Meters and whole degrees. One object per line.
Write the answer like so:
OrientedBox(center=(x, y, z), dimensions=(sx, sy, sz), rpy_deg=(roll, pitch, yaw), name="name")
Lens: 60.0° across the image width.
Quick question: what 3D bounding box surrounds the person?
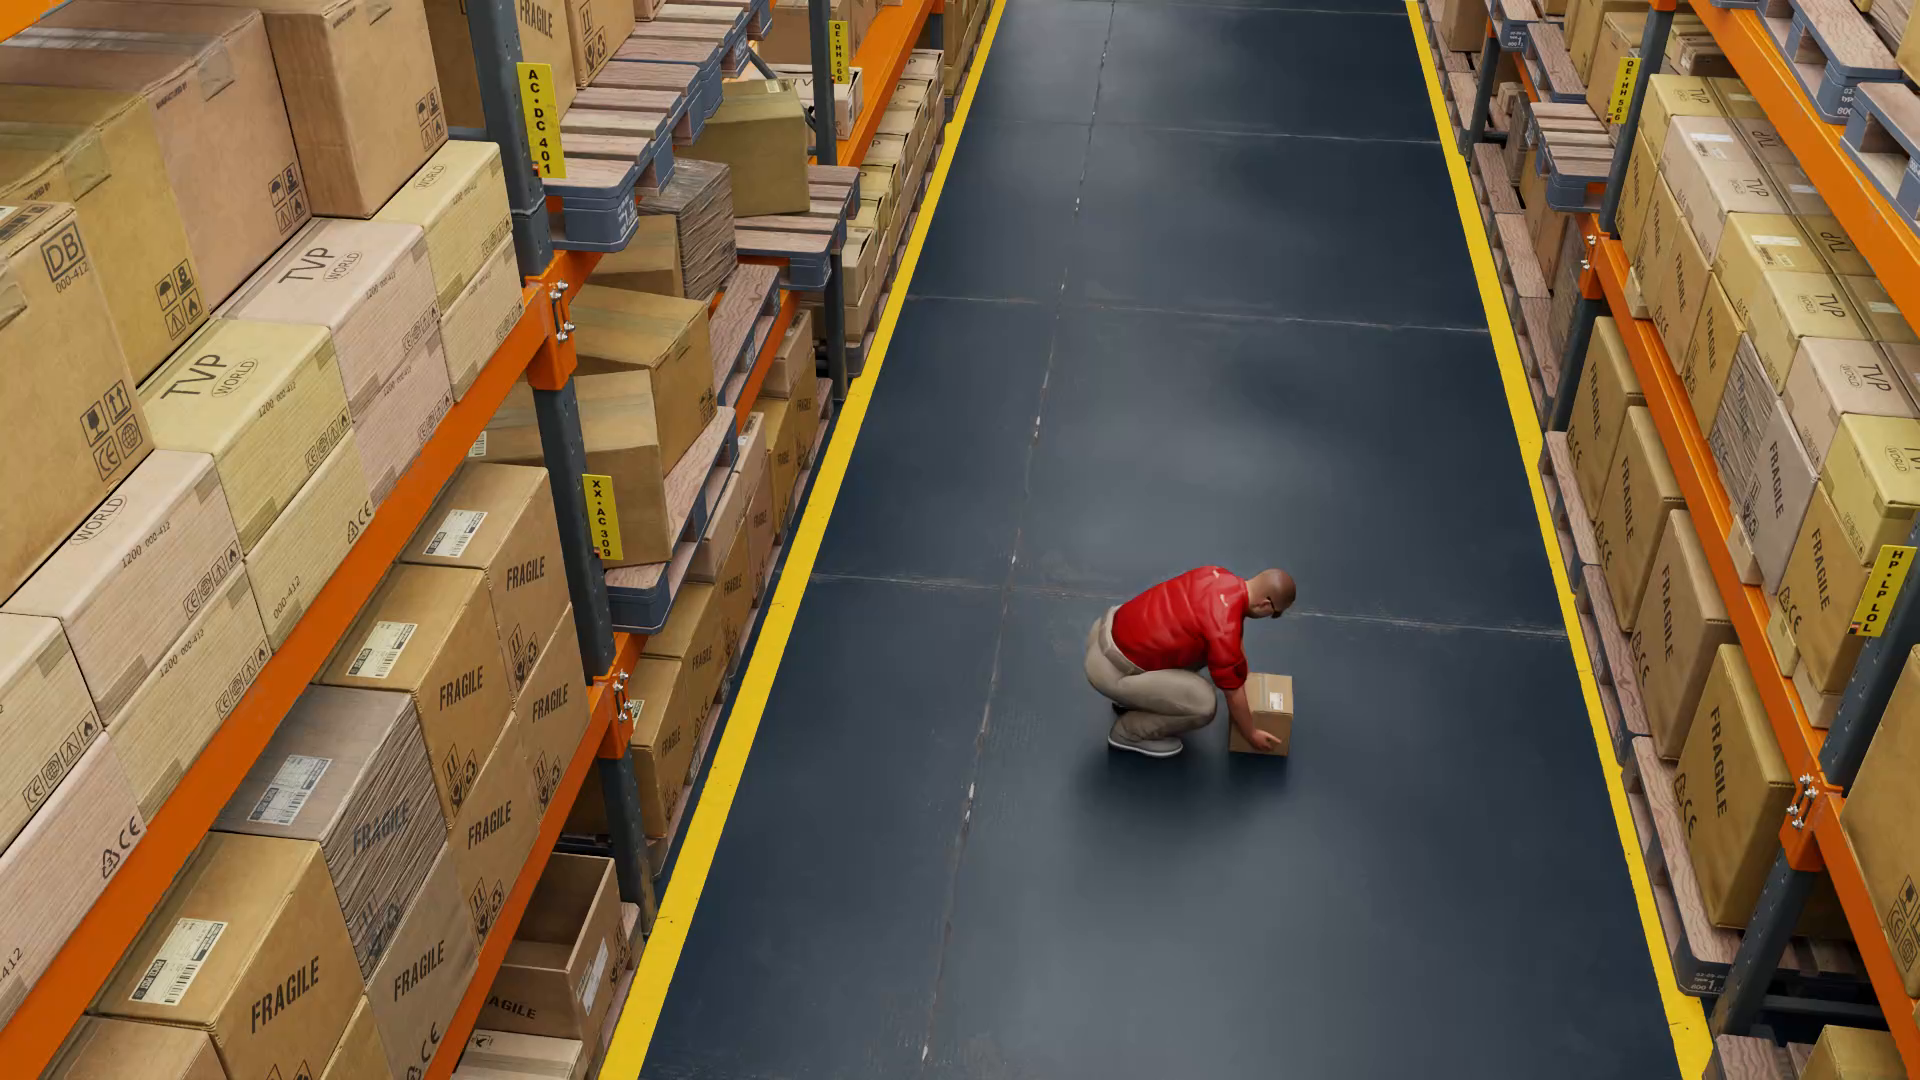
OrientedBox(center=(1.001, 0.509, 7.148), dimensions=(0.807, 0.806, 0.555), rpy_deg=(4, 36, 6), name="person")
